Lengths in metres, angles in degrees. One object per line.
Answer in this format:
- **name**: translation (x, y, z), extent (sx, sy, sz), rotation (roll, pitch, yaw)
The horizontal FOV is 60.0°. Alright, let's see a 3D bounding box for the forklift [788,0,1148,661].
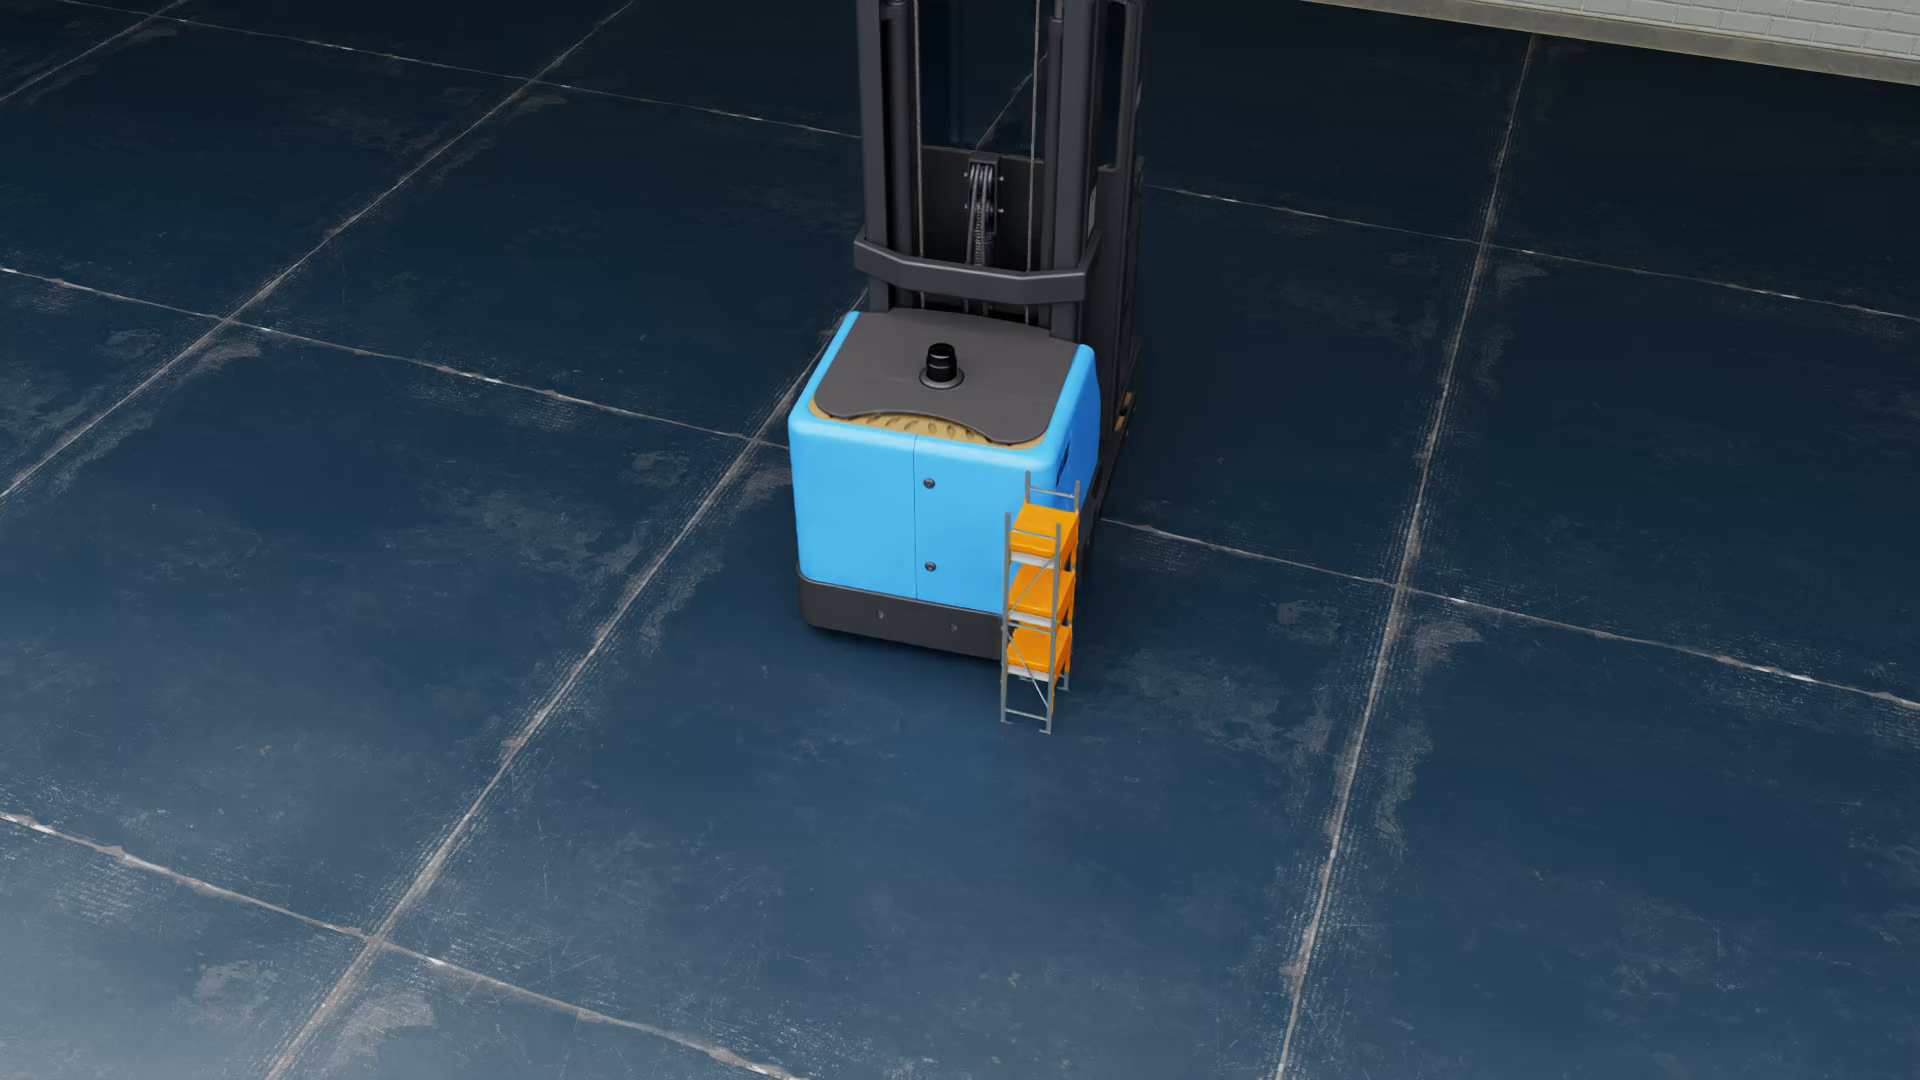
- **forklift**: translation (0.217, -1.589, 6.854), extent (1.130, 2.935, 3.031), rotation (10, 41, 11)

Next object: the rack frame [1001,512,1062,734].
- **rack frame**: translation (0.253, 0.323, 6.062), extent (0.200, 1.050, 0.008), rotation (12, 42, 14)

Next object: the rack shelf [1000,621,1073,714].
- **rack shelf**: translation (0.291, 0.468, 6.338), extent (0.215, 0.259, 0.240), rotation (12, 42, 14)

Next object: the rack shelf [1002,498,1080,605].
- **rack shelf**: translation (0.291, 0.040, 5.973), extent (0.215, 0.259, 0.240), rotation (12, 42, 14)

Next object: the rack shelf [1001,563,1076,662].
- **rack shelf**: translation (0.291, 0.256, 6.157), extent (0.215, 0.259, 0.240), rotation (12, 42, 14)

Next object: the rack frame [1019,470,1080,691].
- **rack frame**: translation (0.329, 0.173, 6.238), extent (0.200, 1.050, 0.008), rotation (12, 42, 14)

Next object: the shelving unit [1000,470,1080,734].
- **shelving unit**: translation (0.291, 0.248, 6.150), extent (0.215, 1.050, 0.252), rotation (12, 42, 14)
